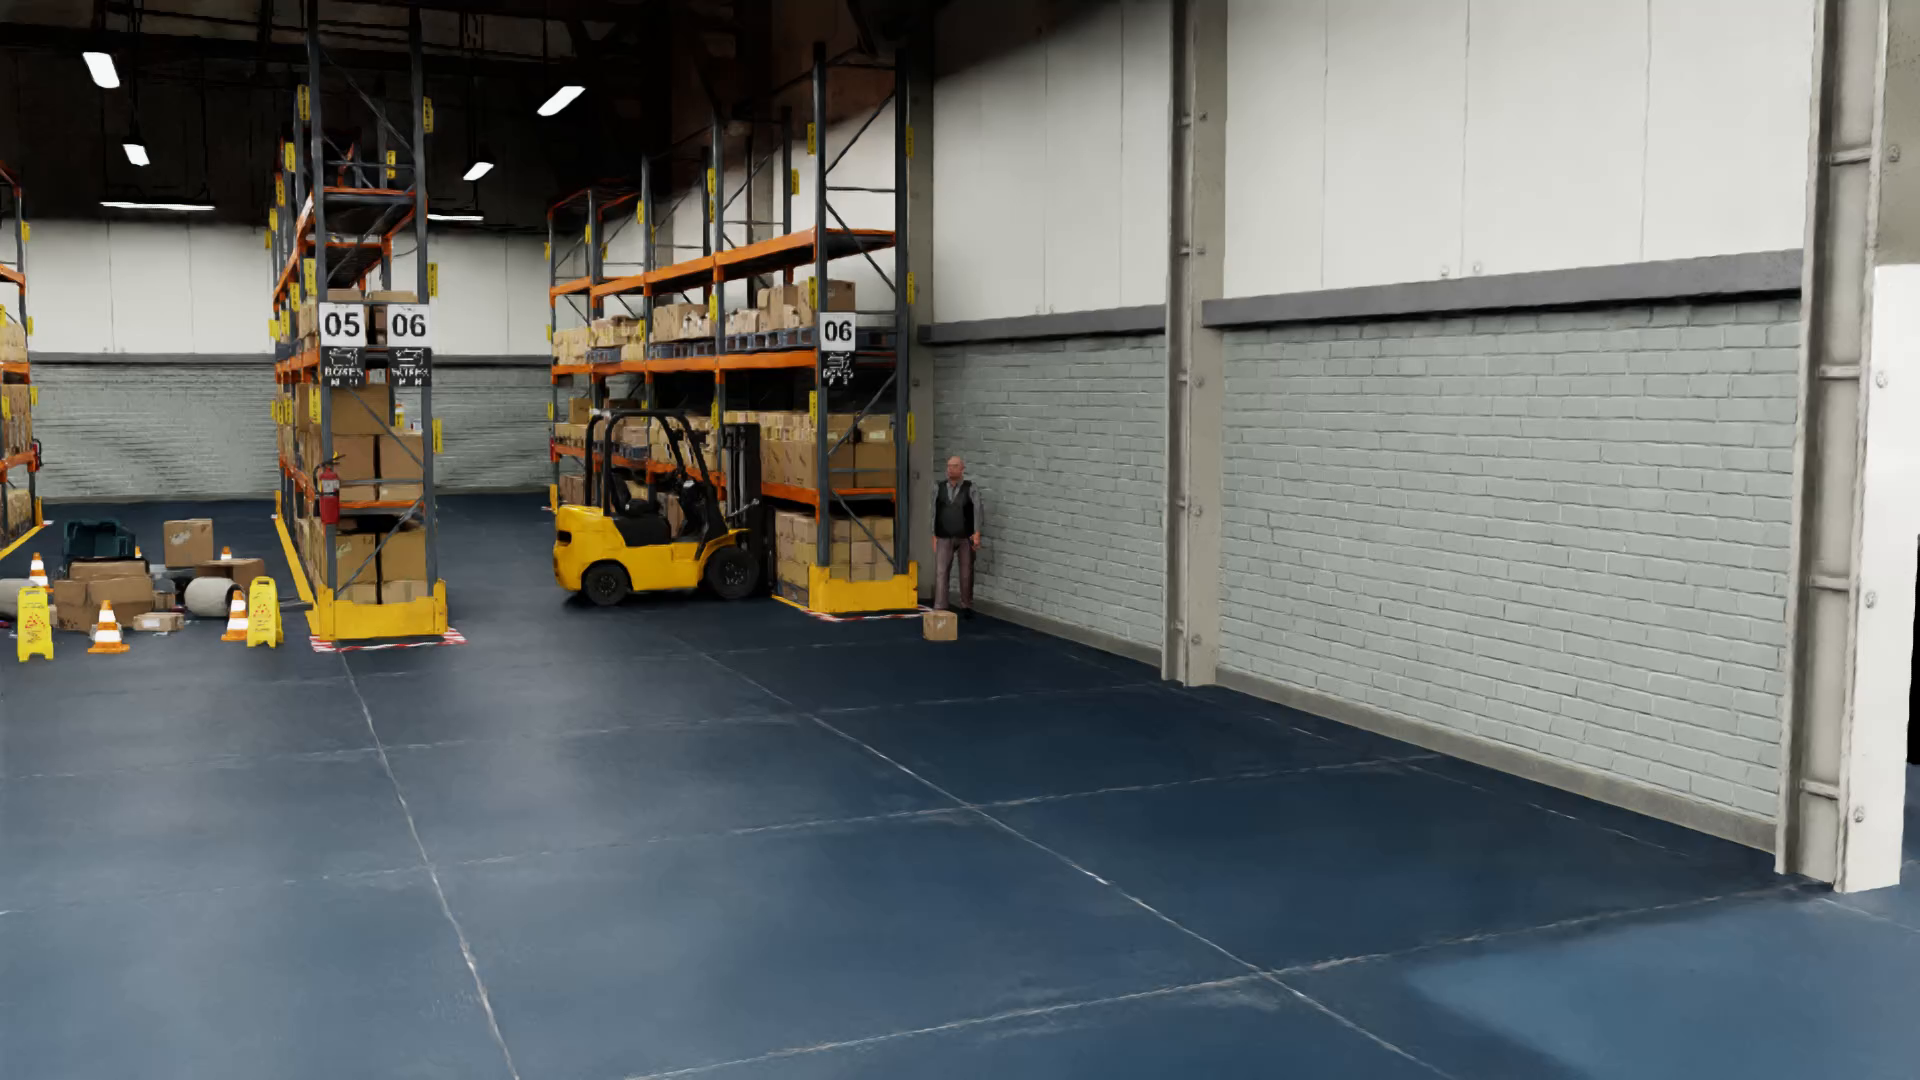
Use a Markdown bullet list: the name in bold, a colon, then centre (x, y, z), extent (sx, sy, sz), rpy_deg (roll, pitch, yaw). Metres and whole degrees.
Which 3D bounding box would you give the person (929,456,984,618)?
- **person**: centre (-0.046, -0.007, 16.863), extent (0.575, 1.677, 0.952), rpy_deg (0, 5, 5)
